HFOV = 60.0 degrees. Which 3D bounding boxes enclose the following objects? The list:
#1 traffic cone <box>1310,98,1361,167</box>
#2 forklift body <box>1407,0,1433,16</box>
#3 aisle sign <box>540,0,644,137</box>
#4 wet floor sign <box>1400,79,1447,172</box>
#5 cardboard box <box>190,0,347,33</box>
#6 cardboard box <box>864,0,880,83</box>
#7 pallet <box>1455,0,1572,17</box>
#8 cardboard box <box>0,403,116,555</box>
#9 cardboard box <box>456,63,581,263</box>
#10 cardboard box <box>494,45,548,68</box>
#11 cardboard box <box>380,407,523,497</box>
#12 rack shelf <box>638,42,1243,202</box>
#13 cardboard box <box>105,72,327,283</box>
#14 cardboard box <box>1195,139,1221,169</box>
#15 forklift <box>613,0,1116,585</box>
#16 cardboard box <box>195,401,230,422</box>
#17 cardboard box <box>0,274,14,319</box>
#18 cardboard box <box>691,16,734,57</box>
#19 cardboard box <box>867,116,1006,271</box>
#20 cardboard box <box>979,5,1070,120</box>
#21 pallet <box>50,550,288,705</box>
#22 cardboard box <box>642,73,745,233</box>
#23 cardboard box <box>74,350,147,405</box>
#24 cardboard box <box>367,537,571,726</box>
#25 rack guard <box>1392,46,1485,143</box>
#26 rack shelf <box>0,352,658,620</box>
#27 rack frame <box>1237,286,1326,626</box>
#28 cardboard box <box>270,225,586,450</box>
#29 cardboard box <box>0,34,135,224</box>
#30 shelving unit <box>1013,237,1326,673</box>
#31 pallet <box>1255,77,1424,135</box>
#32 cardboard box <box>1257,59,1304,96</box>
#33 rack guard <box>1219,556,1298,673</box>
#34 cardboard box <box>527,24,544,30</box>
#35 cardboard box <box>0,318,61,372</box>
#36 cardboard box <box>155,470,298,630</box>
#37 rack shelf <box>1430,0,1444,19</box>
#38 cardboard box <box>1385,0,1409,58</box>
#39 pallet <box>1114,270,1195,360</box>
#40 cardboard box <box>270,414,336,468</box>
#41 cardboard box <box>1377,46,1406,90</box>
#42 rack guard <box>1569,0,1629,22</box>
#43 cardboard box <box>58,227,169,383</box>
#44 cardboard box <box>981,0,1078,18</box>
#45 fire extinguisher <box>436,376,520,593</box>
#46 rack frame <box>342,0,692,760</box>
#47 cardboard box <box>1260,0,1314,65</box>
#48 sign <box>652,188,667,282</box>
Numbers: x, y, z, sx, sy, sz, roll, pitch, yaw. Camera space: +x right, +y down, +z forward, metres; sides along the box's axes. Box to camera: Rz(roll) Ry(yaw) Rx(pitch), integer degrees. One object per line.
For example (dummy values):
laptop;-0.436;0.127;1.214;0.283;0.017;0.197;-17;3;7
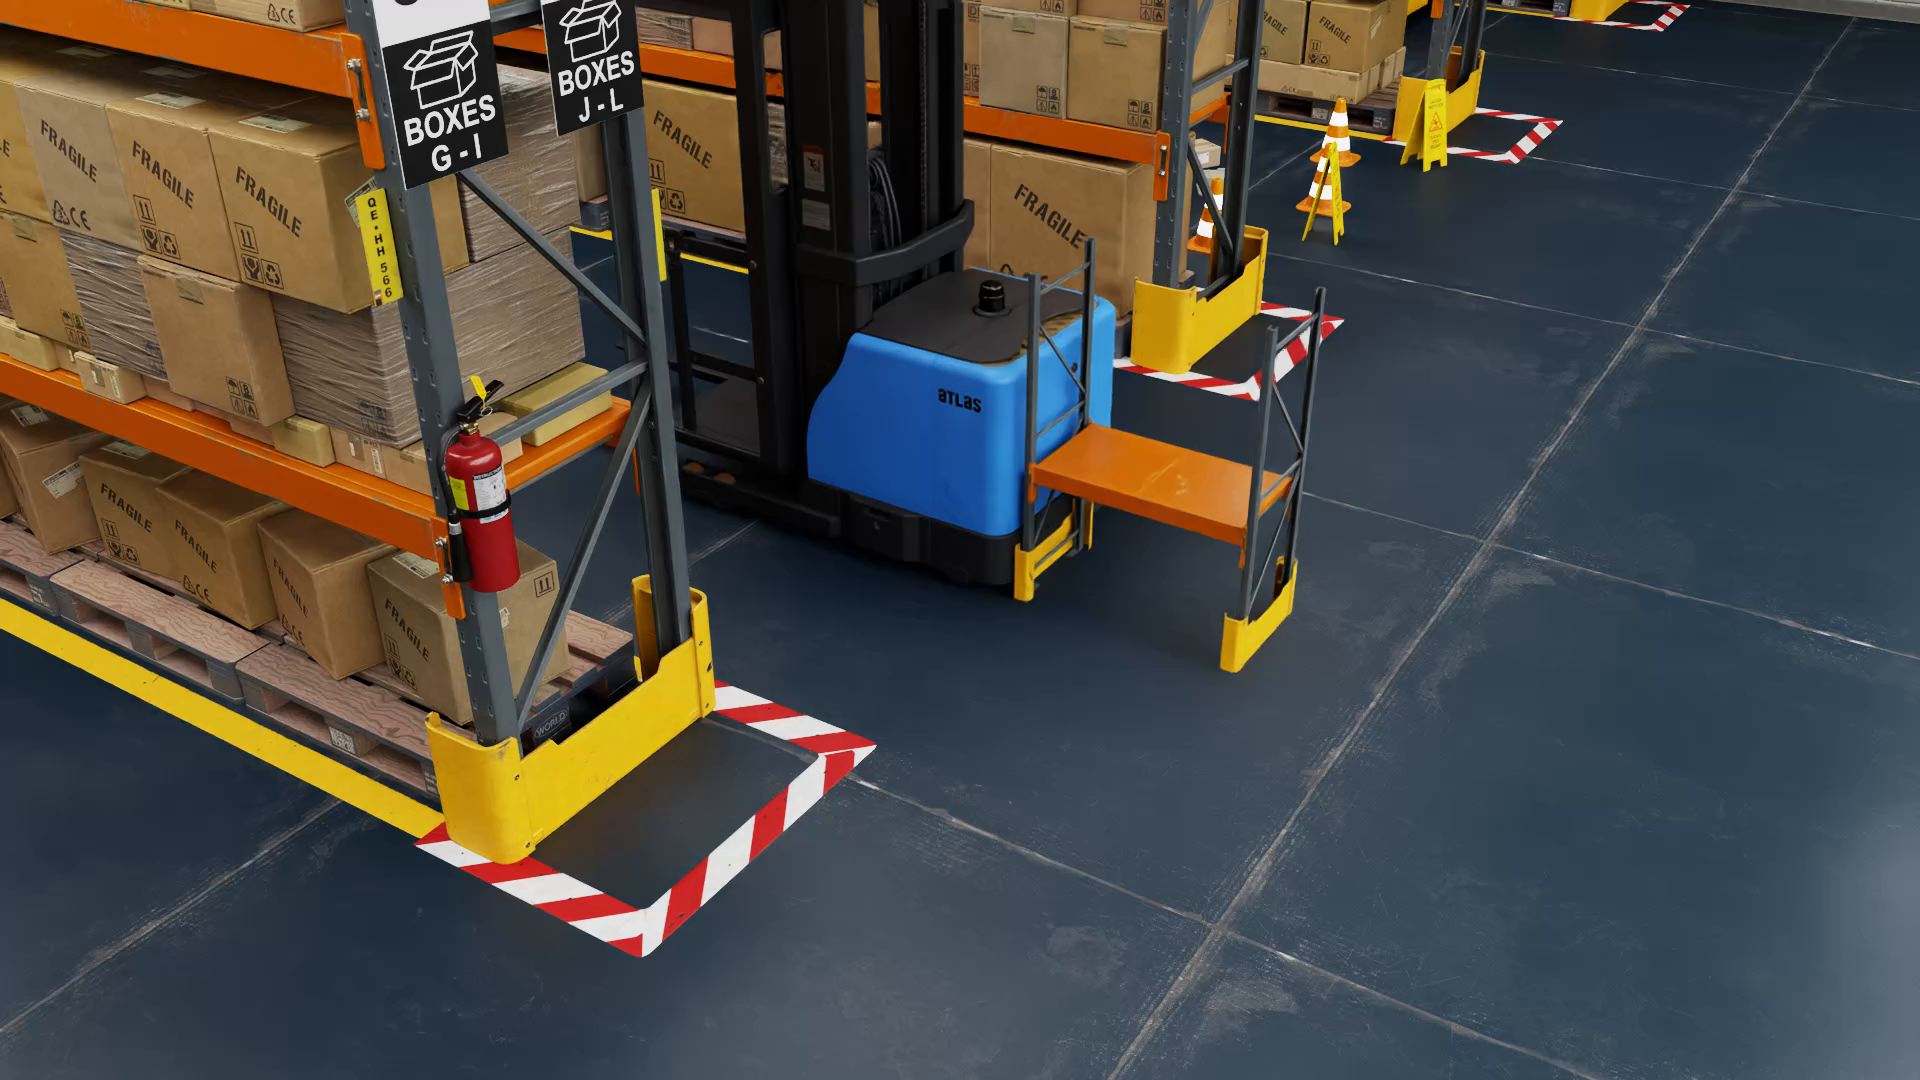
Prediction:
traffic cone;2.879;-3.123;12.644;0.334;0.463;0.336;18;35;27
forklift body;3.989;-6.137;16.134;1.214;2.155;2.313;18;35;27
aisle sign;-1.127;-1.659;5.037;0.004;0.787;0.394;18;35;27
wet floor sign;3.521;-3.130;12.475;0.267;0.644;0.232;-21;36;-32
cardboard box;-1.883;-1.676;4.819;0.500;0.250;0.500;18;35;28
cardboard box;-0.311;-3.125;9.982;0.500;0.550;0.875;18;35;27
pallet;5.895;-5.756;17.408;1.213;0.211;1.003;18;35;27
cardboard box;-3.920;-0.324;7.392;0.500;0.500;0.500;-23;37;-33
cardboard box;-1.660;-1.292;5.601;0.500;0.500;0.500;18;35;27
cardboard box;-3.393;-3.184;12.047;0.750;0.750;1.050;18;35;27
cardboard box;-1.690;-0.305;5.545;0.250;0.149;0.380;18;35;27
rack shelf;-0.311;-2.740;10.183;4.000;0.370;1.077;18;35;27
cardboard box;-2.363;-1.202;5.447;0.500;0.500;0.500;18;35;27
cardboard box;1.746;-2.912;12.594;0.380;0.149;0.250;-15;33;-24
forklift;-0.796;-1.623;7.624;3.031;2.935;1.130;18;35;28
cardboard box;-2.534;-0.575;6.008;0.250;0.149;0.380;18;35;27
cardboard box;-3.497;-1.281;6.575;0.500;0.500;0.875;18;35;27
cardboard box;-1.208;-3.420;10.486;0.550;0.550;0.875;18;35;27
cardboard box;0.027;-2.167;10.179;0.875;0.875;0.875;17;34;27
cardboard box;0.567;-2.798;9.420;0.550;0.550;0.875;18;35;27
pallet;-3.102;0.199;7.199;1.213;0.211;1.003;18;35;27
cardboard box;-1.509;-2.652;11.010;0.875;0.875;0.875;18;35;28
cardboard box;-3.017;-0.662;6.157;0.250;0.149;0.380;18;35;27
cardboard box;-1.859;0.299;6.325;0.500;0.500;0.500;25;39;36
rack guard;3.865;-3.595;13.416;0.348;0.500;1.175;18;35;27
rack shelf;-3.033;-0.650;6.601;4.000;0.370;1.077;18;35;27
rack frame;1.272;-0.228;6.653;0.032;1.500;0.500;18;35;28
cardboard box;-1.790;-0.756;5.674;0.500;0.500;0.875;18;35;27
cardboard box;-3.204;-1.474;5.914;0.500;0.500;0.500;18;35;27
shelving unit;0.839;-0.371;6.897;1.083;1.500;0.587;18;35;28
pallet;3.196;-3.703;13.888;1.213;0.211;1.003;18;35;27
cardboard box;2.667;-3.892;13.757;0.500;0.250;0.500;18;35;28
rack guard;1.256;0.306;6.977;0.087;0.250;0.587;18;35;28
cardboard box;-2.589;-3.655;10.939;0.500;0.500;0.500;17;34;27
cardboard box;-3.427;-0.806;6.404;0.250;0.149;0.380;18;35;27
cardboard box;-2.904;-0.022;6.875;0.500;0.500;0.500;21;36;32
rack shelf;2.235;-4.879;13.851;4.000;0.370;1.077;18;35;27
cardboard box;3.373;-4.312;13.733;0.500;0.500;0.500;16;34;26
pallet;0.664;-1.491;10.096;1.213;0.211;1.003;18;35;27
cardboard box;-2.141;-0.417;5.737;0.250;0.149;0.380;18;35;27
cardboard box;3.393;-3.982;13.911;0.500;0.250;0.500;17;34;27
rack guard;6.585;-5.688;17.003;0.348;0.500;1.175;18;35;27
cardboard box;-2.678;-0.991;6.077;0.500;0.500;0.875;18;35;27
cardboard box;0.575;-3.270;9.158;0.550;0.550;0.875;18;35;27
fire extinguisher;-1.487;-0.164;5.131;0.183;0.674;0.296;18;35;27
rack frame;-1.339;-0.425;5.501;0.127;3.000;1.000;18;35;27
cardboard box;2.668;-4.214;13.564;0.500;0.500;0.500;19;35;29
sign;-1.051;-1.030;5.680;0.005;0.325;0.100;18;35;27
